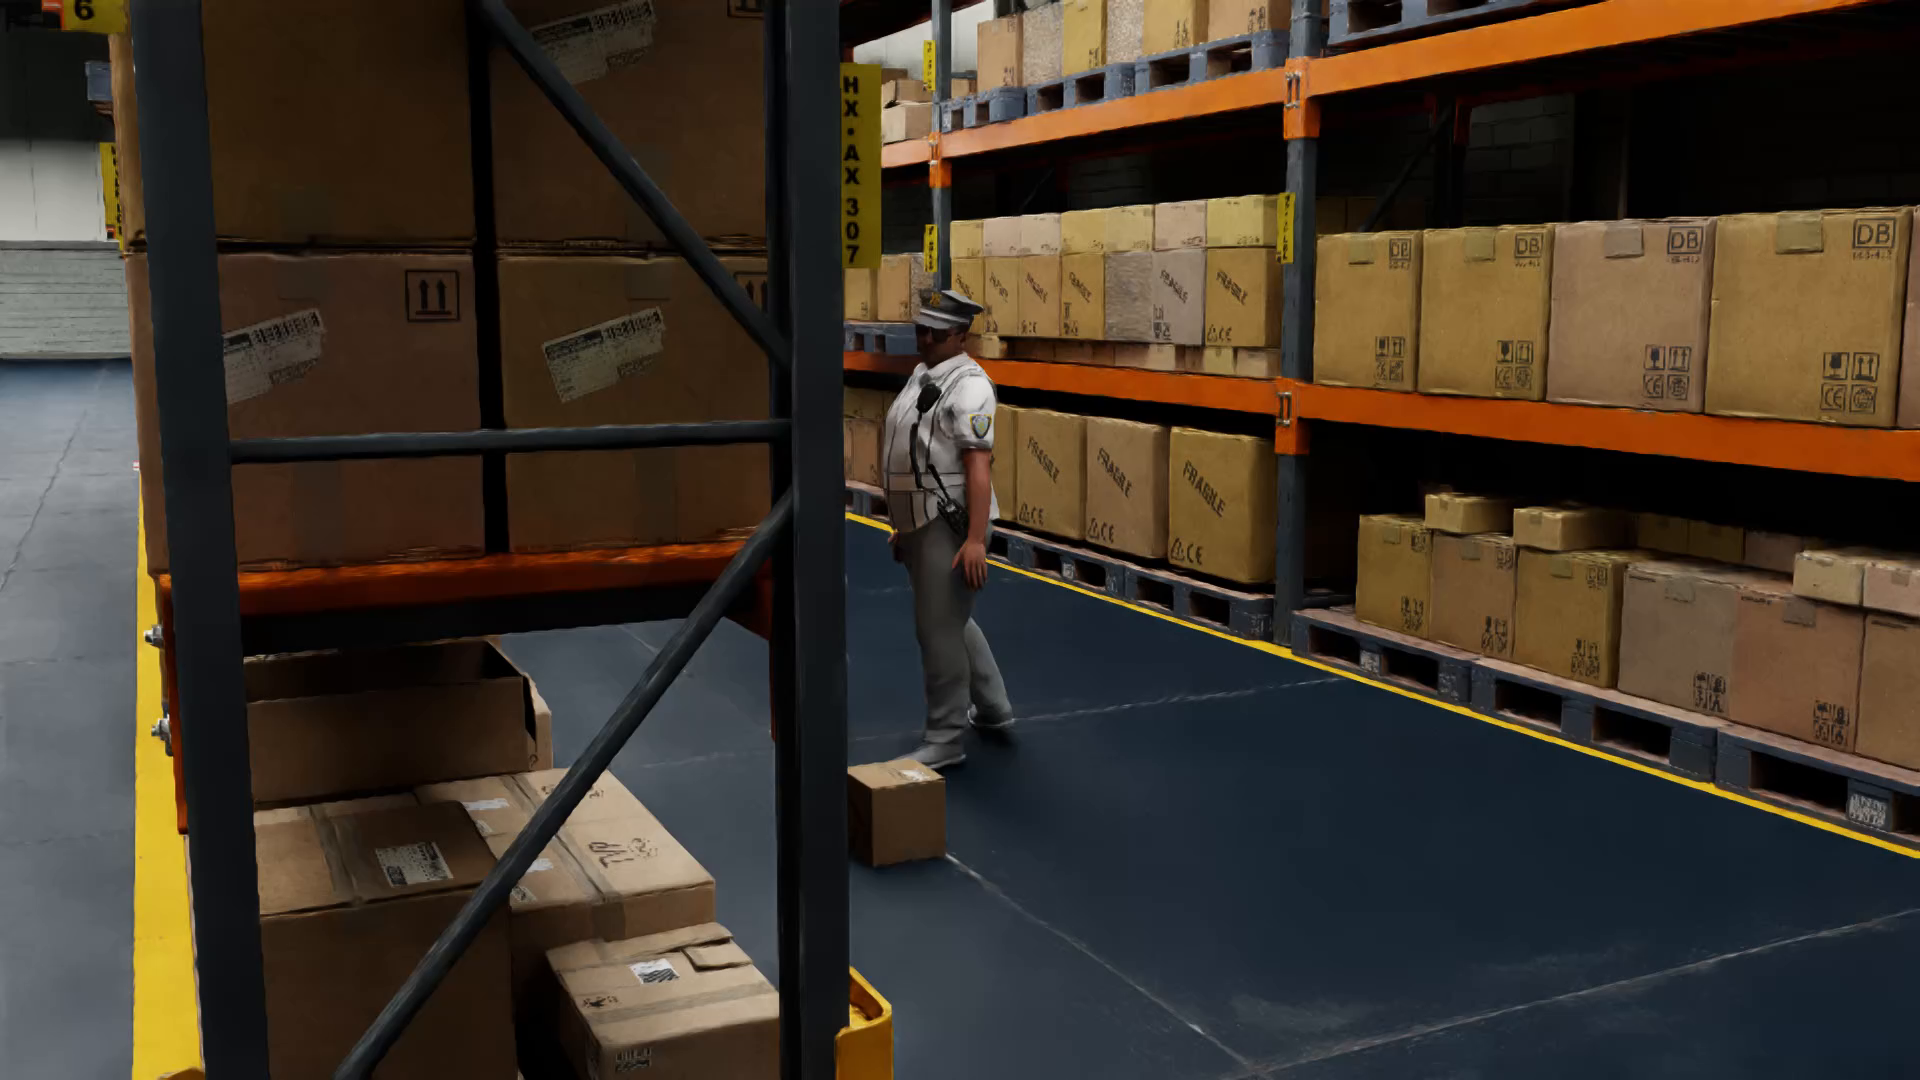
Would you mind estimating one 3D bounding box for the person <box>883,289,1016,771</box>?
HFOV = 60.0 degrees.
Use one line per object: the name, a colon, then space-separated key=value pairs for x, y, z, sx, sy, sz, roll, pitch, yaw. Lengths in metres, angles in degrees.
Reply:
person: x=-0.027 y=-0.049 z=6.156 sx=0.607 sy=1.743 sz=0.738 roll=-3 pitch=9 yaw=-19
